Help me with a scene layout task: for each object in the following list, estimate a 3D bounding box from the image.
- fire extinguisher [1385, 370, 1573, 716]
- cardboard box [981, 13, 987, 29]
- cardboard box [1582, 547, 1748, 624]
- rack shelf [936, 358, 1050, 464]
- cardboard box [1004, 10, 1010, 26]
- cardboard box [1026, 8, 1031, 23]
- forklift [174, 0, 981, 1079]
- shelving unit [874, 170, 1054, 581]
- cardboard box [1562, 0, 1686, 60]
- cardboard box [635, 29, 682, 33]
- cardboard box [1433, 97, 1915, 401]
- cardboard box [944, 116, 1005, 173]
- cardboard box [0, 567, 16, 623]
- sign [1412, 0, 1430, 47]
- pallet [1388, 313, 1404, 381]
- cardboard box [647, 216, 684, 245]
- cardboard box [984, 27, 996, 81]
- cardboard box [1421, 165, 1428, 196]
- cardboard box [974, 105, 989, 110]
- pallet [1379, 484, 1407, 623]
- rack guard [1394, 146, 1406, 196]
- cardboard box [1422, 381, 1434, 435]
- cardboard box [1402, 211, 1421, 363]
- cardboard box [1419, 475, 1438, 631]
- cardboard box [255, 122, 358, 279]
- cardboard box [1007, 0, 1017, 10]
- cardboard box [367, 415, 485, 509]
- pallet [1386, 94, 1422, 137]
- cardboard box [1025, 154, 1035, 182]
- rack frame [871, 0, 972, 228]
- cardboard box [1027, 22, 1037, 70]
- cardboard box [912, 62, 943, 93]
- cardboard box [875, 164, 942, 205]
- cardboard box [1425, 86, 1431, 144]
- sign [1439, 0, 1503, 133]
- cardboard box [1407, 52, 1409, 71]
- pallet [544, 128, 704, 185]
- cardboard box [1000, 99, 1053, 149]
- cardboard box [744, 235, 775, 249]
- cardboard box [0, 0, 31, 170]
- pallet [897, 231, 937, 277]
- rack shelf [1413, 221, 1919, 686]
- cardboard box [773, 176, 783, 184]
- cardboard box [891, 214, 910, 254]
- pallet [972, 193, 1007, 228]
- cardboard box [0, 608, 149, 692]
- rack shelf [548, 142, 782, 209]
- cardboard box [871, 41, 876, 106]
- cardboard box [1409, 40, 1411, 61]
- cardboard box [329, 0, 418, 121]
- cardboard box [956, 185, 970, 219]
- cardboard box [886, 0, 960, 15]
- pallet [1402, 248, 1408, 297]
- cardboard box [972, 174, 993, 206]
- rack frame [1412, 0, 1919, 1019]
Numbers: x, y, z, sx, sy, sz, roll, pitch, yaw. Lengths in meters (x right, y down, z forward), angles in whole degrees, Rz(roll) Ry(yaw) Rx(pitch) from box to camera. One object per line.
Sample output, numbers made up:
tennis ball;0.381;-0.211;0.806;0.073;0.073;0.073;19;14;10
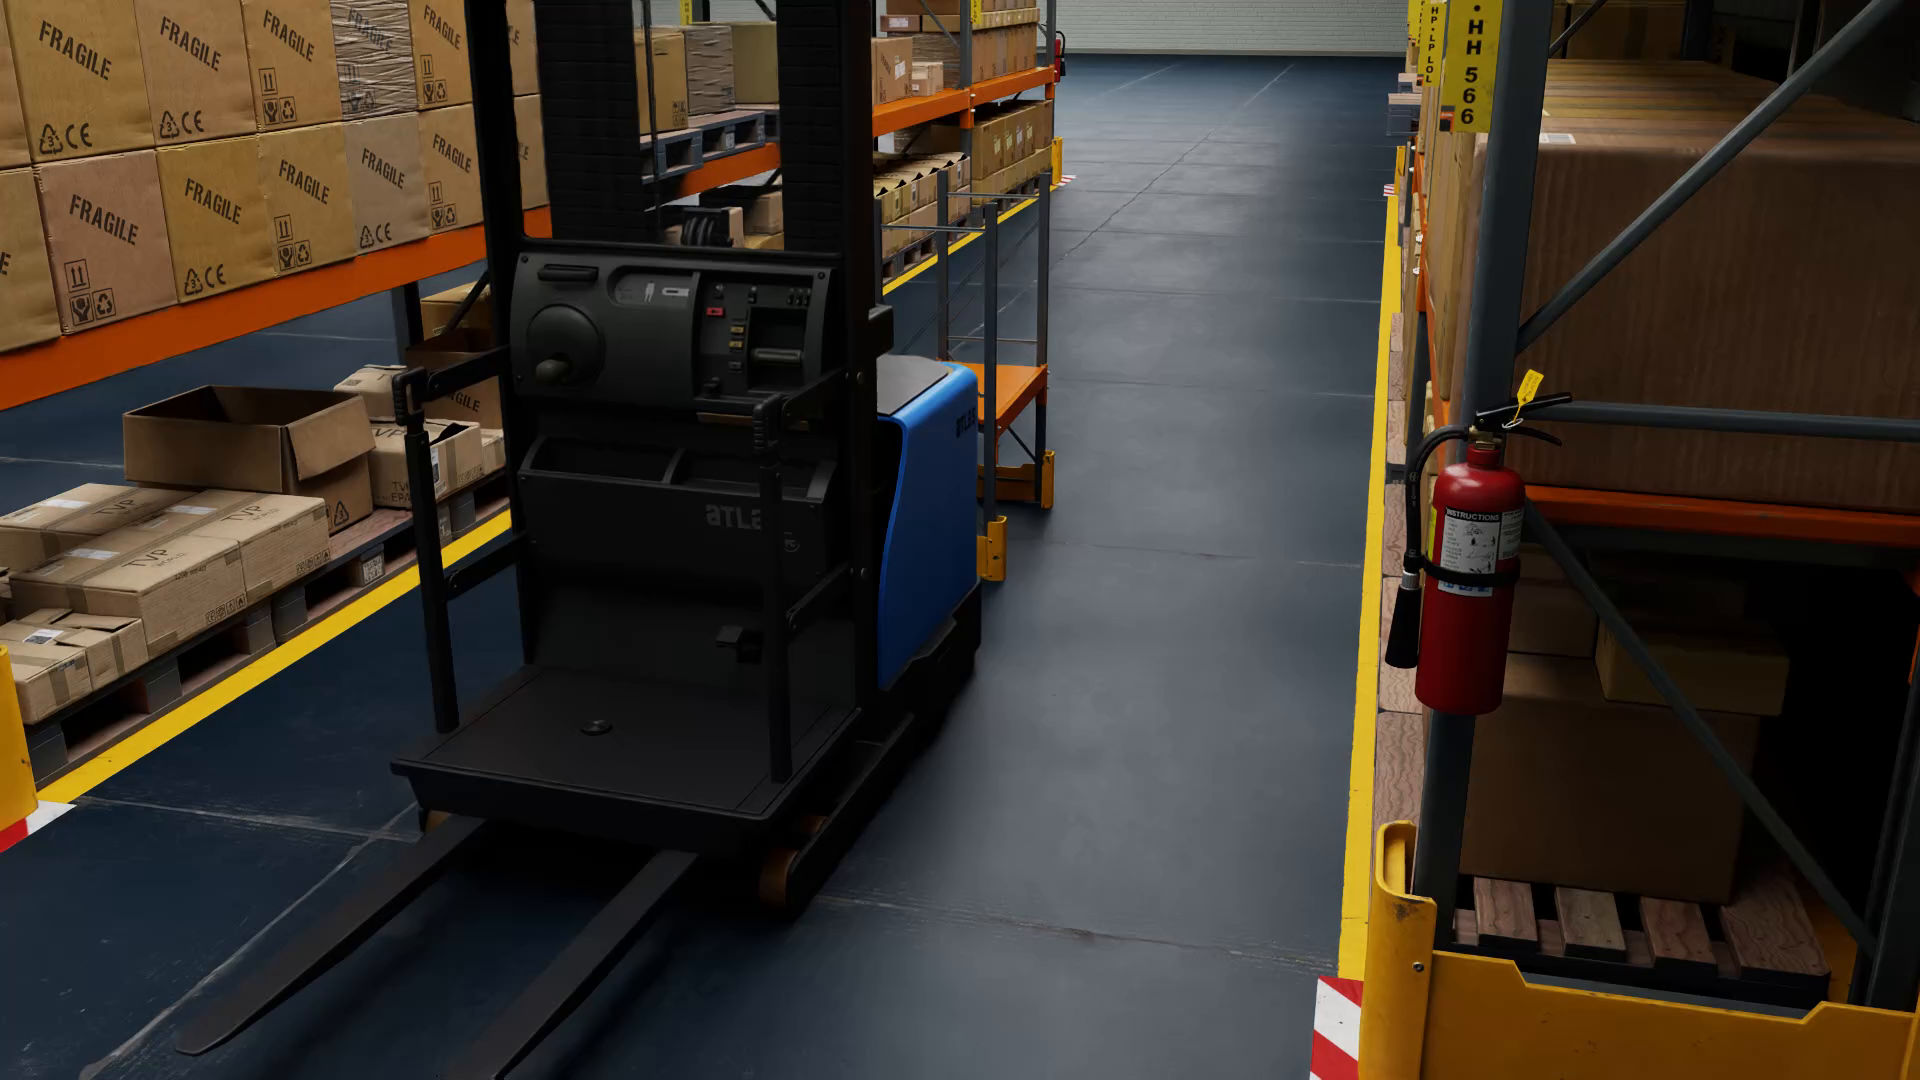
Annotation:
fire extinguisher;1.001;0.002;3.237;0.296;0.674;0.183;5;19;13
cardboard box;0.051;-5.038;16.139;0.380;0.149;0.250;4;19;13
cardboard box;1.845;0.124;4.397;0.380;0.149;0.250;5;19;14
rack shelf;0.021;-0.566;7.082;0.538;0.185;1.000;5;19;13
cardboard box;0.304;-5.360;17.080;0.380;0.149;0.250;4;19;13
cardboard box;0.556;-5.684;18.029;0.380;0.149;0.250;4;19;13
forklift;-0.851;-0.561;4.296;1.130;2.935;3.031;6;20;16
shelving unit;0.019;-0.734;7.015;0.587;1.500;1.083;5;19;13
cardboard box;2.827;-2.151;7.040;0.500;0.250;0.500;5;20;15
cardboard box;-1.970;-2.670;9.560;0.700;0.500;0.500;0;19;-1
cardboard box;1.767;-0.753;4.288;0.980;0.700;0.700;5;19;13
cardboard box;0.144;-3.903;16.419;0.500;0.500;0.500;5;19;13
cardboard box;-3.239;0.211;5.631;0.380;0.166;0.250;5;19;13
sign;2.911;-3.279;10.479;0.100;0.325;0.005;5;19;13
pallet;3.174;-1.168;10.282;1.003;0.211;1.213;5;19;13
cardboard box;-1.743;-1.691;9.525;0.500;0.250;0.500;5;19;13
cardboard box;-0.036;-4.883;16.687;0.700;0.500;0.500;5;19;14
cardboard box;2.424;-1.740;8.000;0.380;0.149;0.250;5;19;13
cardboard box;0.013;-4.414;17.914;0.500;0.500;0.500;5;19;13
pallet;2.200;0.076;6.637;1.003;0.211;1.213;5;19;13
rack guard;5.376;-4.030;18.212;1.175;0.500;0.348;5;19;13
cardboard box;1.919;-0.479;6.163;0.380;0.149;0.250;5;20;15
cardboard box;2.912;-1.416;9.370;0.750;0.750;0.750;5;19;13
cardboard box;1.927;0.053;5.609;0.700;0.500;0.500;5;20;15
cardboard box;-2.585;-1.253;6.061;0.500;0.500;0.500;5;19;14
cardboard box;0.205;-5.803;17.374;0.700;0.500;0.500;5;19;14
cardboard box;-2.390;-0.365;7.095;0.500;0.311;0.500;5;19;13
pallet;3.510;-2.870;11.247;1.213;0.211;1.003;5;19;13
cardboard box;0.514;-4.018;17.915;0.500;0.250;0.500;5;19;13
rack frame;-0.388;-4.373;15.349;1.000;3.000;0.127;5;19;13
cardboard box;0.463;-5.529;18.578;0.700;0.500;0.500;5;19;13
cardboard box;-0.466;-4.144;14.912;0.500;0.250;0.500;6;20;17
cardboard box;-0.454;-3.066;14.261;0.500;0.311;0.500;5;19;13
cardboard box;2.577;-2.155;8.210;0.500;0.500;0.500;5;19;13
sign;0.962;-0.929;3.109;0.100;0.325;0.005;5;19;13
cardboard box;4.724;-4.724;16.579;0.500;0.250;0.500;4;19;13
pallet;-2.041;-2.016;8.747;1.003;0.211;1.213;5;19;13
cardboard box;0.747;-4.687;18.714;0.500;0.500;0.500;5;19;13
cardboard box;-1.493;-1.671;10.625;0.500;0.500;0.500;4;19;11
cardboard box;-2.956;-1.250;4.506;0.500;0.500;0.500;5;20;15
pallet;-0.826;-2.436;13.992;1.003;0.211;1.213;5;19;13
rack shelf;1.973;-0.508;5.147;1.077;0.370;4.000;5;19;13
cardboard box;-1.229;-2.787;13.443;0.500;0.311;0.500;5;19;13
cardboard box;-0.709;-2.479;13.408;0.500;0.250;0.500;4;19;12
pallet;-0.153;-3.299;16.520;1.003;0.211;1.213;5;19;13
cardboard box;-2.823;0.338;5.259;0.380;0.166;0.250;5;19;13
rack shelf;-1.854;-2.152;9.960;1.077;0.370;4.000;5;19;13
cardboard box;-0.971;-3.694;13.206;0.500;0.500;0.500;4;19;10
cardboard box;4.349;-4.606;15.072;0.500;0.500;0.500;5;19;13
cardboard box;-2.461;-1.888;6.374;0.500;0.500;0.500;5;19;14
cardboard box;-0.208;-3.118;15.278;0.500;0.250;0.500;4;19;13
cardboard box;-0.285;-5.174;15.532;0.700;0.500;0.500;5;19;14
pallet;3.932;-2.036;12.820;1.003;0.211;1.213;5;19;13
cardboard box;0.020;-3.392;16.081;0.500;0.250;0.500;5;19;13
rack frame;1.485;-0.222;3.196;1.000;3.000;0.127;5;19;13
